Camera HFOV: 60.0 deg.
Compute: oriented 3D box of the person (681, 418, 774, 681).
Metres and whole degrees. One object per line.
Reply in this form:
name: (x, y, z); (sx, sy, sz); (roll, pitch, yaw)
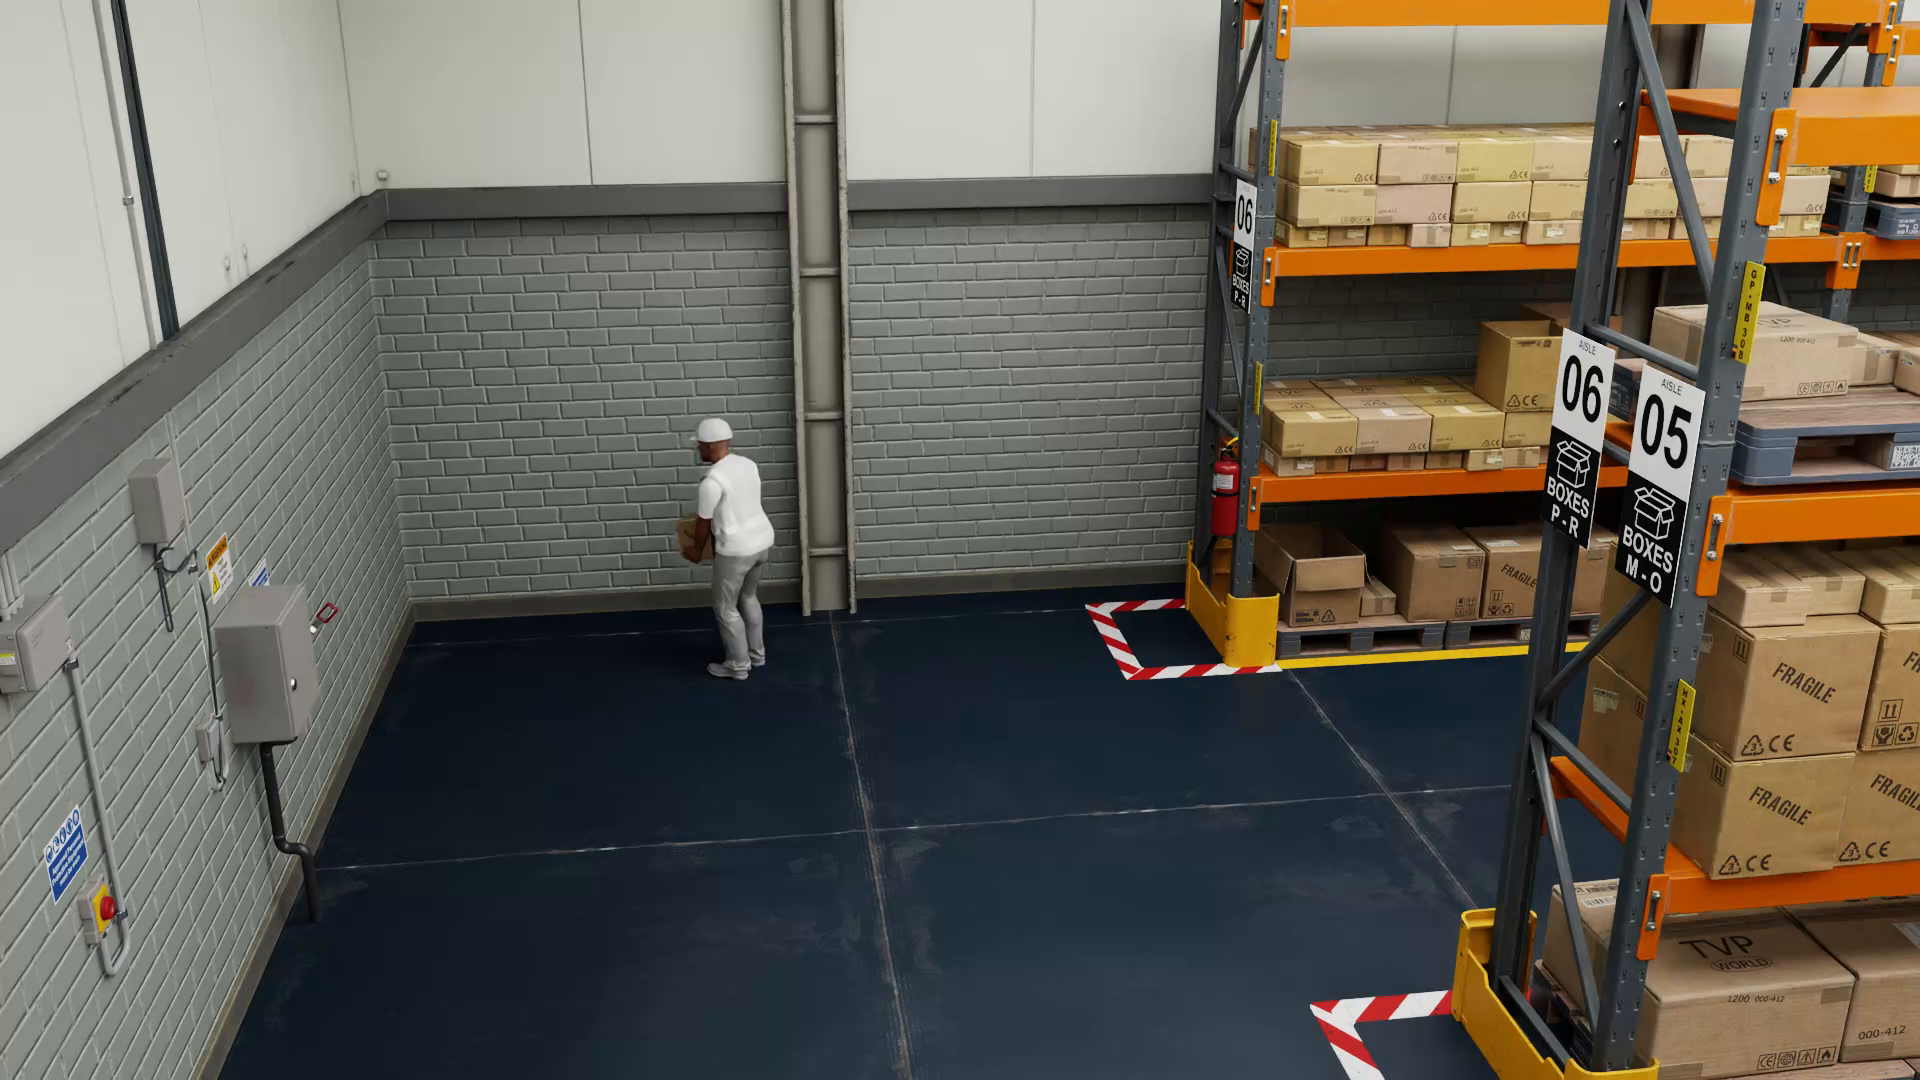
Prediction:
person: (-1.540, 0.044, 10.960); (0.602, 1.736, 0.500); (11, 23, 27)
